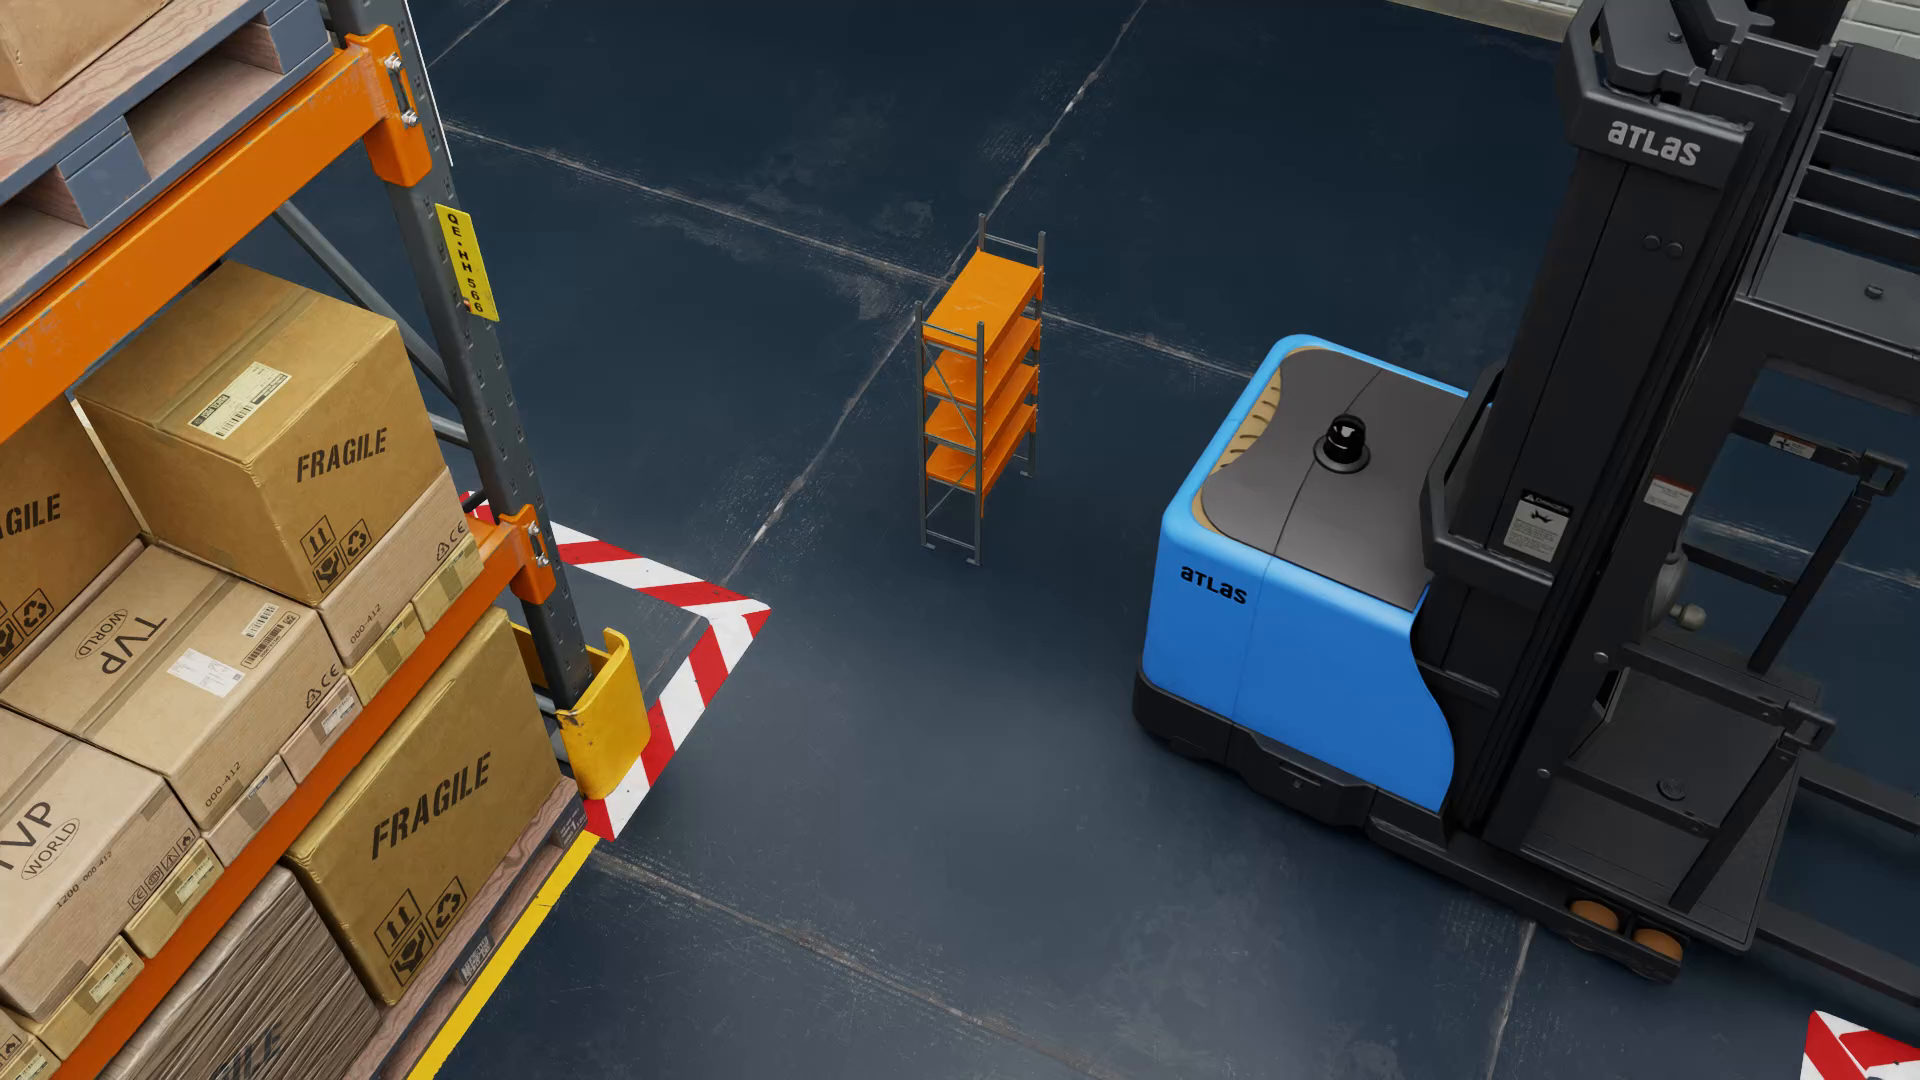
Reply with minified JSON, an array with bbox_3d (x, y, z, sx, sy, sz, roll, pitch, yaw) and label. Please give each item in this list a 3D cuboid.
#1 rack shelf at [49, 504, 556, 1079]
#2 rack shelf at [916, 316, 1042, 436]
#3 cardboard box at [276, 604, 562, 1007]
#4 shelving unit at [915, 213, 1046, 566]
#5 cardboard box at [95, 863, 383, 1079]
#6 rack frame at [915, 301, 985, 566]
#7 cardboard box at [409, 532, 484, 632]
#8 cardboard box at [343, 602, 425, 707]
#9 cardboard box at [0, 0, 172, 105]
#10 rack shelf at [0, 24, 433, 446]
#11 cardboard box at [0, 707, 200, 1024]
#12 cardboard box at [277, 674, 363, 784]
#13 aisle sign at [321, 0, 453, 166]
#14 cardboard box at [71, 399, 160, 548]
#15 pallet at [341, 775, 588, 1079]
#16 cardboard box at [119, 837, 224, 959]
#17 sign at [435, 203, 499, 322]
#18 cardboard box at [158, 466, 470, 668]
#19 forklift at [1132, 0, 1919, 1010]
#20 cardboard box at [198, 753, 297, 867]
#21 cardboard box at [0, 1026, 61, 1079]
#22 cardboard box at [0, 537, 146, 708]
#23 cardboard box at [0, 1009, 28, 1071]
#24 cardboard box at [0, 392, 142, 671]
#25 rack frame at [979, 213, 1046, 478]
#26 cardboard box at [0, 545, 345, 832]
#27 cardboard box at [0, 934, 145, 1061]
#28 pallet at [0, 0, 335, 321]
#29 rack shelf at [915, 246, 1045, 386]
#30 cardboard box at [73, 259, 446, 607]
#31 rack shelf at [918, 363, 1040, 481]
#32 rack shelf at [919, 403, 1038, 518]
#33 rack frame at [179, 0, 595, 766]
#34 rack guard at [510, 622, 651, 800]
[{"bbox_3d":[-2.501,1.226,3.710,1.077,0.370,4.000,20,52,16],"label":"rack shelf"},{"bbox_3d":[0.071,-0.604,5.771,0.258,0.148,0.480,20,52,16],"label":"rack shelf"},{"bbox_3d":[-1.848,0.635,4.860,0.875,0.875,0.875,20,52,16],"label":"cardboard box"},{"bbox_3d":[0.071,-0.503,5.890,0.258,1.200,0.503,20,52,16],"label":"shelving unit"},{"bbox_3d":[-2.236,1.262,4.326,0.875,0.875,0.875,20,52,16],"label":"cardboard box"},{"bbox_3d":[-0.034,-0.335,5.747,0.240,1.200,0.015,20,52,16],"label":"rack frame"},{"bbox_3d":[-1.501,0.050,4.403,0.380,0.149,0.250,21,53,17],"label":"cardboard box"},{"bbox_3d":[-1.610,0.229,4.250,0.380,0.149,0.250,20,53,16],"label":"cardboard box"},{"bbox_3d":[-1.820,-1.182,2.909,0.700,0.500,0.500,17,52,14],"label":"cardboard box"},{"bbox_3d":[-2.501,0.254,2.567,1.077,0.370,4.000,20,52,16],"label":"rack shelf"},{"bbox_3d":[-2.048,0.688,3.598,0.500,0.250,0.500,18,52,15],"label":"cardboard box"},{"bbox_3d":[-1.719,0.402,4.103,0.380,0.149,0.250,20,52,16],"label":"cardboard box"},{"bbox_3d":[-1.344,-1.179,3.576,0.394,0.787,0.004,20,52,16],"label":"aisle sign"},{"bbox_3d":[-2.096,-0.189,4.345,0.500,0.250,0.500,19,52,15],"label":"cardboard box"},{"bbox_3d":[-1.917,1.096,5.179,1.003,0.211,1.213,20,52,16],"label":"pallet"},{"bbox_3d":[-1.936,0.753,3.804,0.380,0.149,0.250,19,52,15],"label":"cardboard box"},{"bbox_3d":[-1.162,-0.650,3.918,0.100,0.325,0.005,20,52,16],"label":"sign"},{"bbox_3d":[-1.614,-0.012,4.194,0.500,0.250,0.500,19,52,16],"label":"cardboard box"},{"bbox_3d":[2.121,-0.072,4.387,3.031,2.935,1.130,24,54,19],"label":"forklift"},{"bbox_3d":[-1.827,0.574,3.957,0.380,0.149,0.250,21,53,17],"label":"cardboard box"},{"bbox_3d":[-2.154,1.102,3.508,0.380,0.149,0.250,21,53,17],"label":"cardboard box"},{"bbox_3d":[-2.312,0.171,4.038,0.500,0.250,0.500,19,52,16],"label":"cardboard box"},{"bbox_3d":[-2.267,1.048,3.292,0.500,0.250,0.500,20,52,16],"label":"cardboard box"},{"bbox_3d":[-2.309,-0.088,3.766,0.500,0.500,0.500,19,52,15],"label":"cardboard box"},{"bbox_3d":[0.175,-0.671,6.033,0.240,1.200,0.015,20,52,16],"label":"rack frame"},{"bbox_3d":[-1.831,0.337,3.897,0.500,0.250,0.500,19,52,15],"label":"cardboard box"},{"bbox_3d":[-2.046,0.932,3.652,0.380,0.149,0.250,20,52,16],"label":"cardboard box"},{"bbox_3d":[-1.954,-0.813,3.061,1.003,0.211,1.213,20,52,16],"label":"pallet"},{"bbox_3d":[0.071,-0.757,5.591,0.258,0.148,0.480,20,52,16],"label":"rack shelf"},{"bbox_3d":[-1.617,-0.254,3.907,0.500,0.500,0.500,20,53,17],"label":"cardboard box"},{"bbox_3d":[0.071,-0.459,5.941,0.258,0.148,0.480,20,52,16],"label":"rack shelf"},{"bbox_3d":[0.071,-0.331,6.092,0.258,0.148,0.480,20,52,16],"label":"rack shelf"},{"bbox_3d":[-1.646,-0.384,4.607,1.000,3.000,0.127,20,52,16],"label":"rack frame"},{"bbox_3d":[-1.636,0.409,5.573,1.175,0.500,0.348,20,52,16],"label":"rack guard"}]
